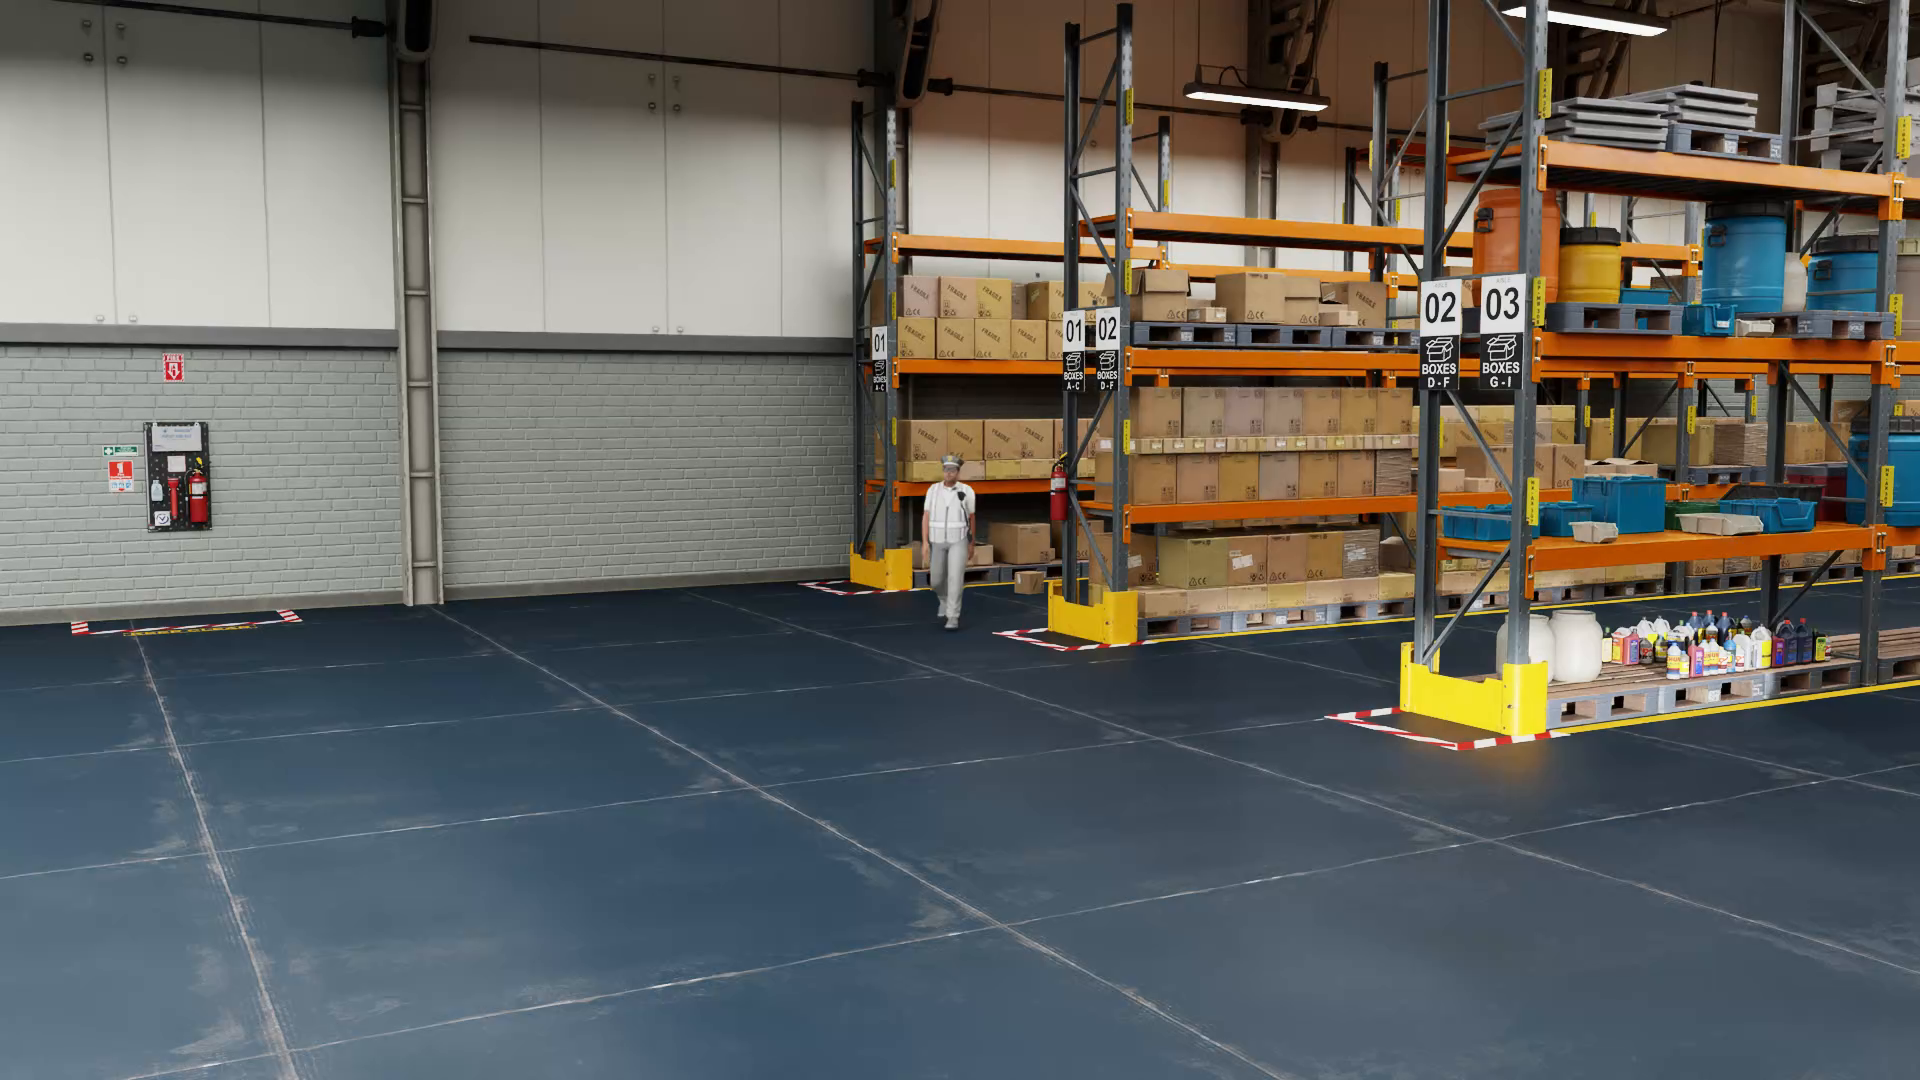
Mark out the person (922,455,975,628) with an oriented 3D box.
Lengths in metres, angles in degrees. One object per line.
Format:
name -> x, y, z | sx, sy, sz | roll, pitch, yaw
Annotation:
person -> -0.119, -0.004, 17.024 | 0.536, 1.735, 0.924 | 1, 5, 11
